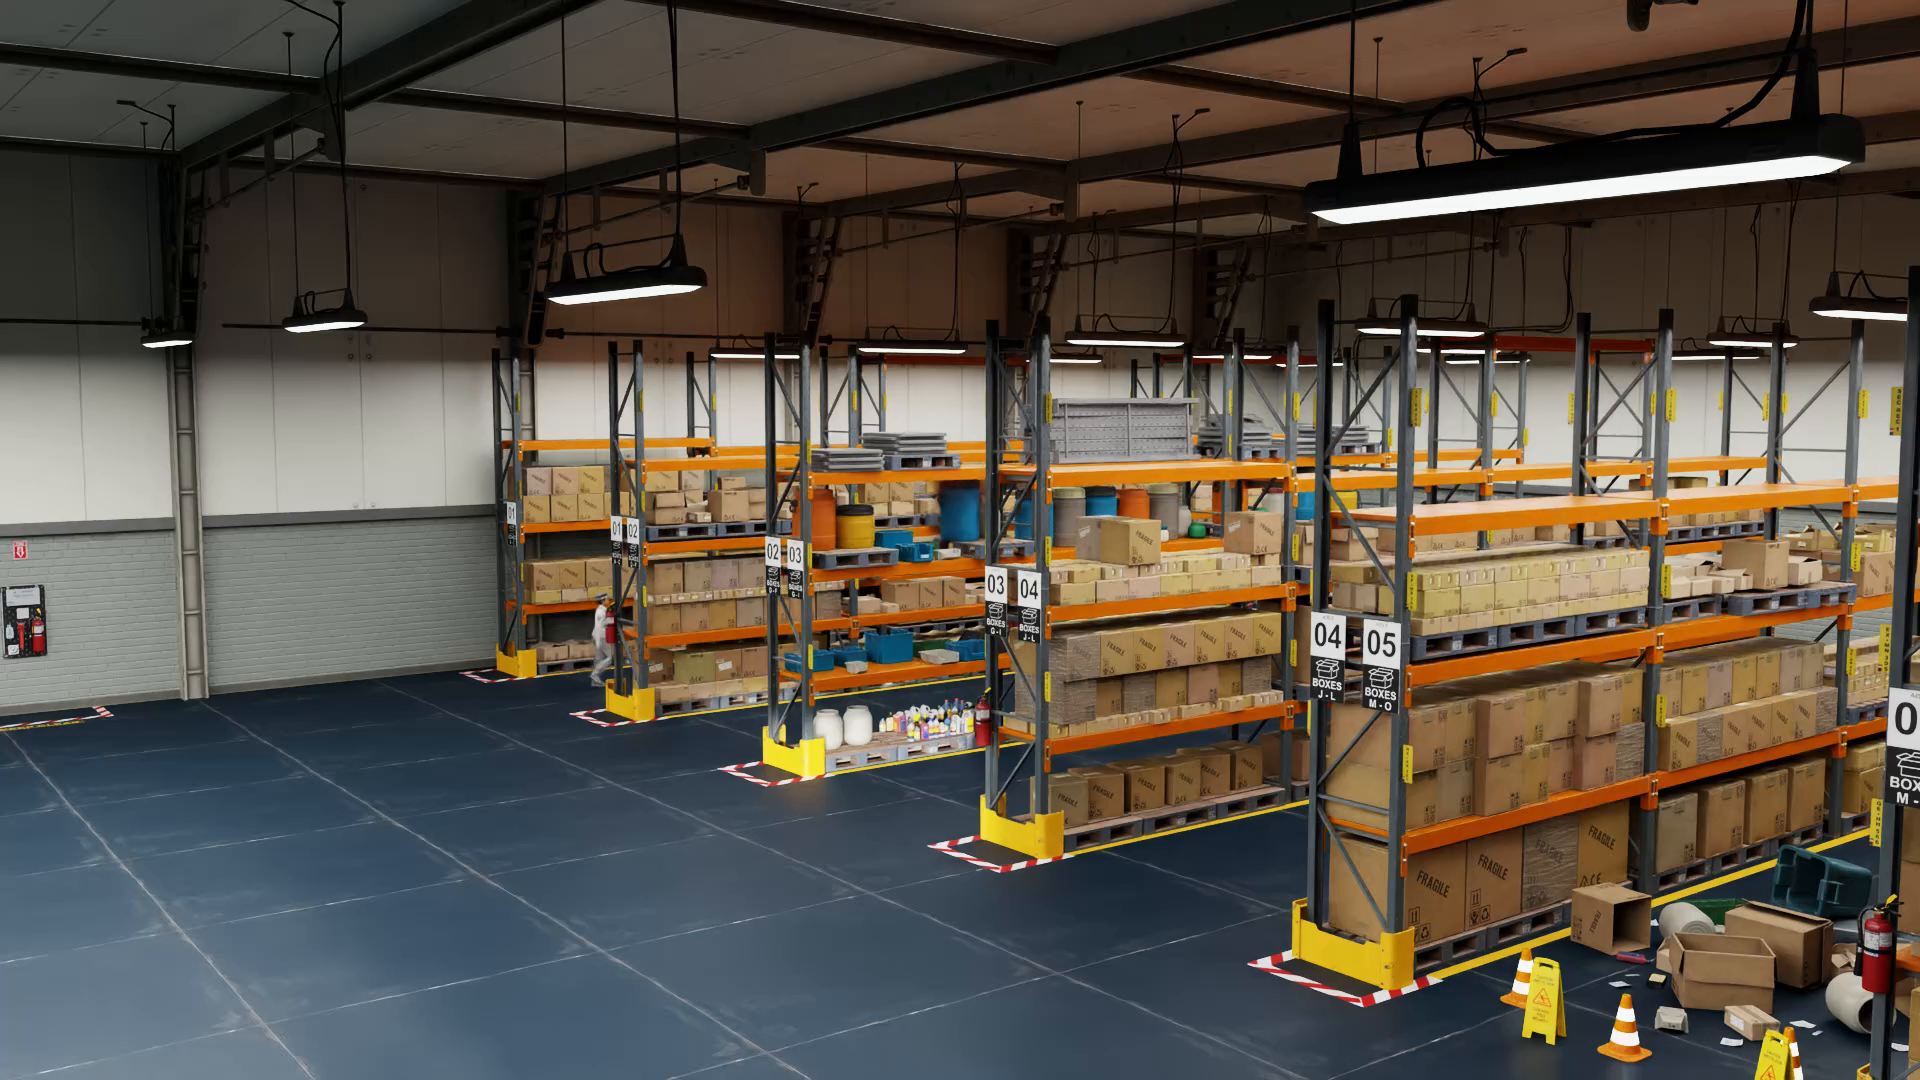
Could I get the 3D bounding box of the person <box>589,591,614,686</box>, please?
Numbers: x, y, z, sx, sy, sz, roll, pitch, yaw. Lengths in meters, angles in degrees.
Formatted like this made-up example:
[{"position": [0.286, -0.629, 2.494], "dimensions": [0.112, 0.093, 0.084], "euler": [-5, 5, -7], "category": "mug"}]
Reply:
[{"position": [-6.340, 1.745, 29.349], "dimensions": [0.485, 1.676, 0.528], "euler": [-2, 6, -26], "category": "person"}]
